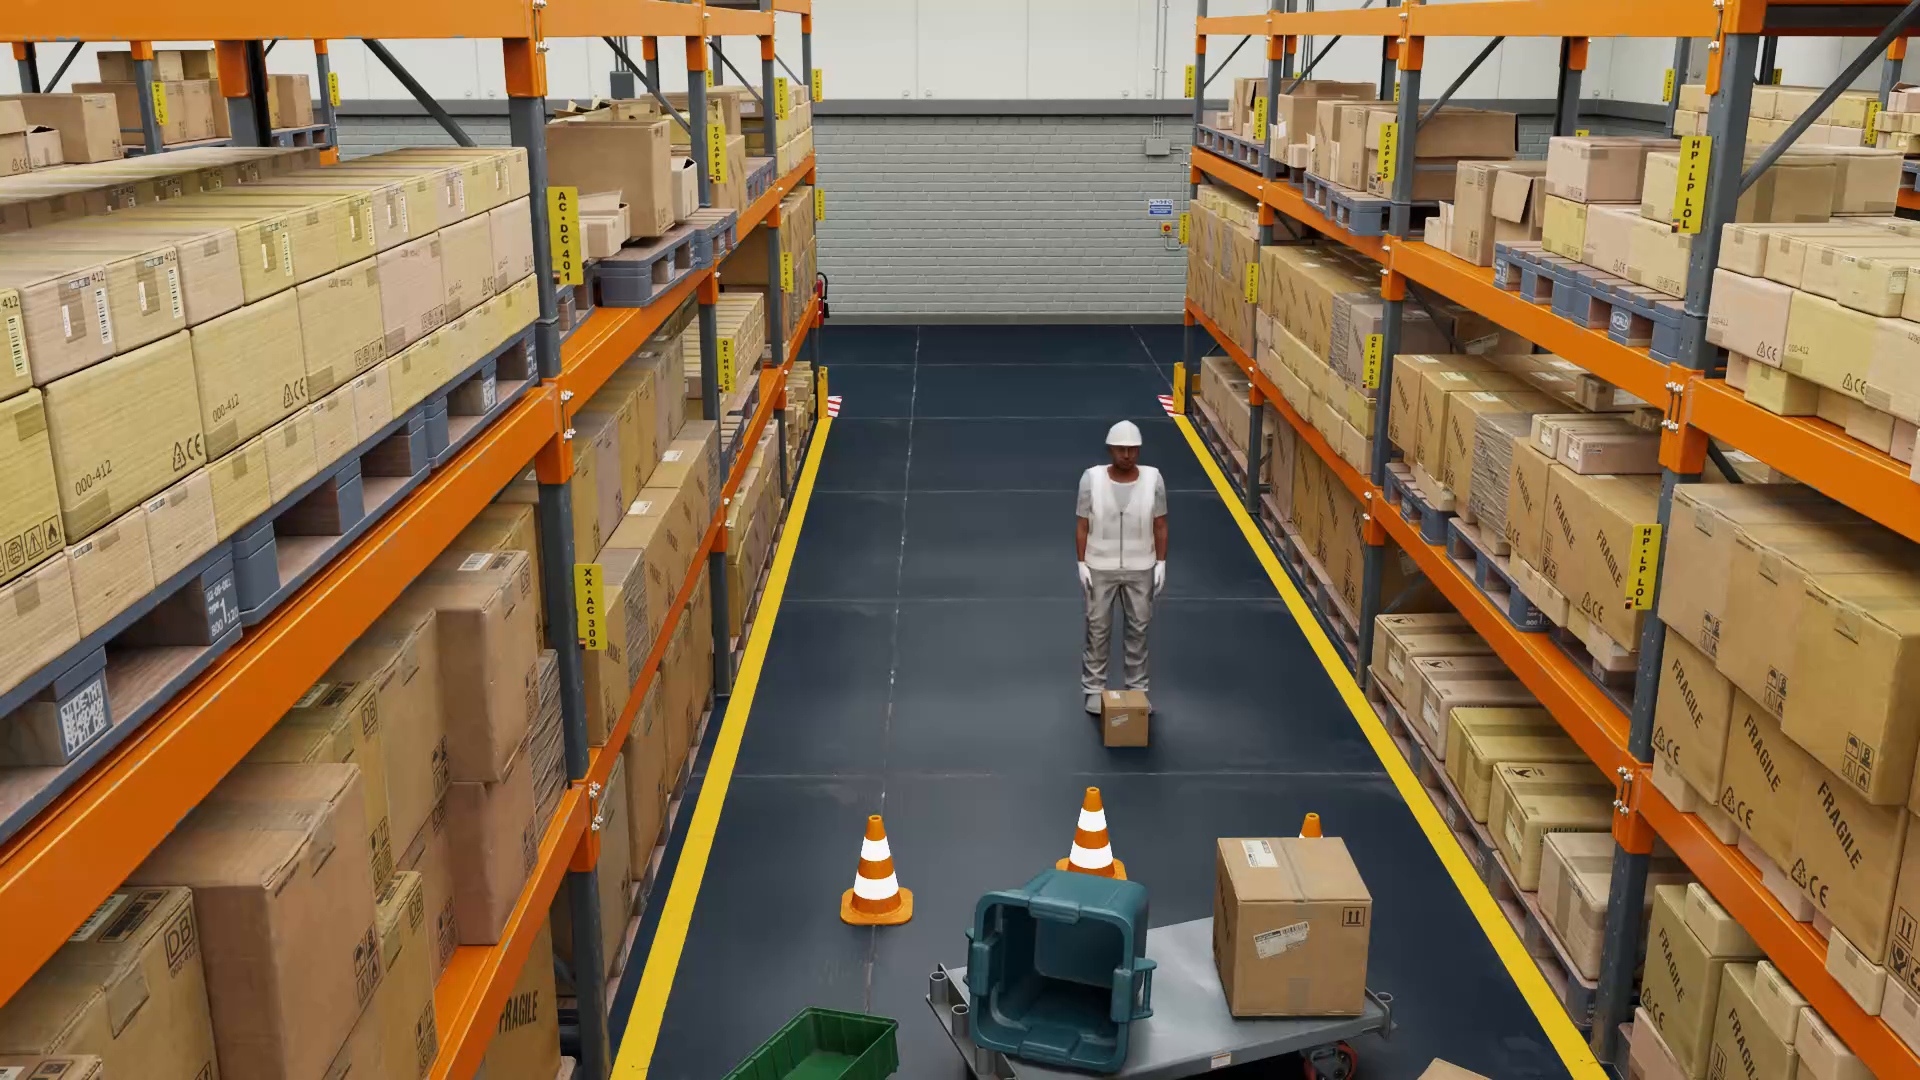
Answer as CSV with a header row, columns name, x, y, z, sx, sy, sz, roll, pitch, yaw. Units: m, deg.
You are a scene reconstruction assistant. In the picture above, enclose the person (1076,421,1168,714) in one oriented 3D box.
name,x,y,z,sx,sy,sz,roll,pitch,yaw
person,0.966,0.167,9.963,0.549,1.787,0.361,0,17,1
